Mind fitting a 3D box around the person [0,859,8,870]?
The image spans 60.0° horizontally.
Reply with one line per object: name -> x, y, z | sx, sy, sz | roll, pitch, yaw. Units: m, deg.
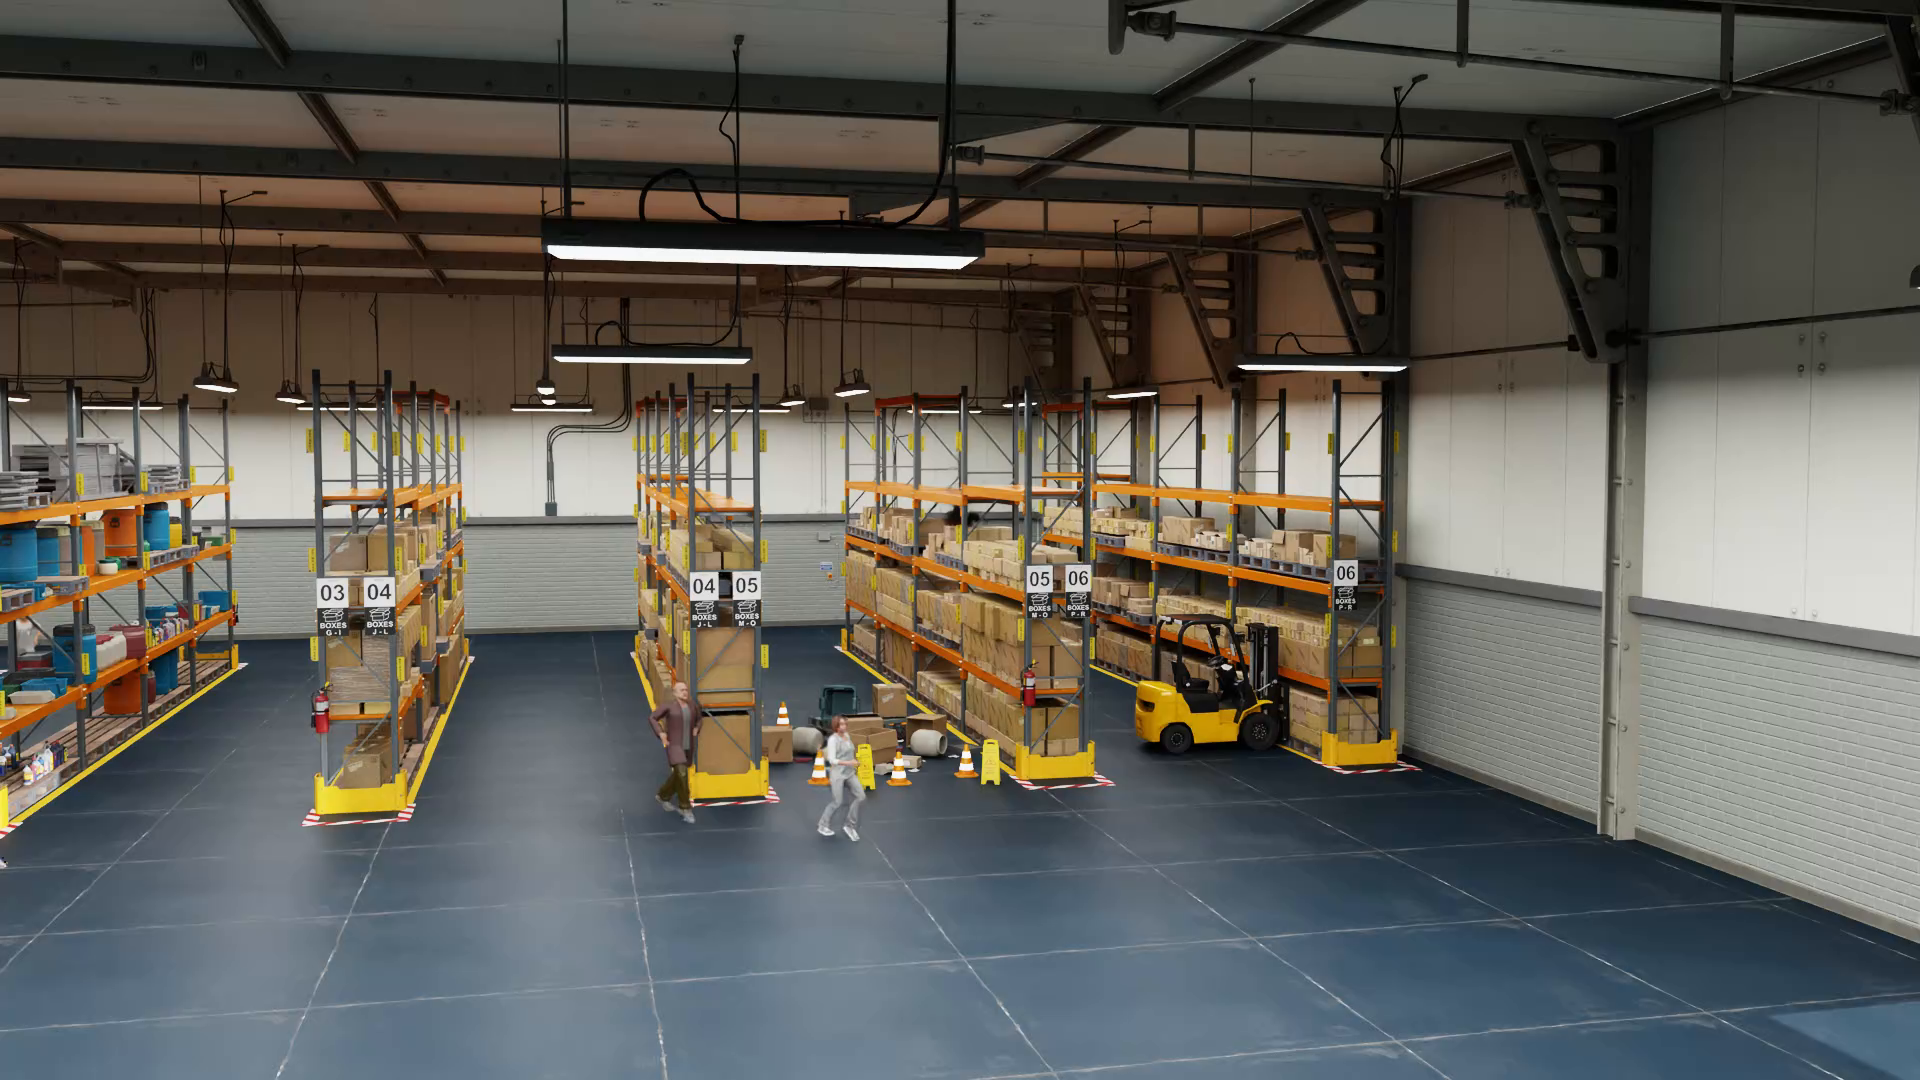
person -> -11.677, 3.044, 19.644 | 0.905, 1.683, 0.598 | 1, 3, 15

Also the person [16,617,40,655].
person -> -18.916, 2.203, 33.619 | 0.563, 1.687, 0.910 | -1, 4, -24

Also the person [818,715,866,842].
person -> -1.490, 3.008, 21.010 | 0.690, 1.609, 0.546 | 2, 4, 36

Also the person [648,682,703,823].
person -> -3.756, 2.830, 22.348 | 0.889, 1.848, 0.737 | 3, 5, 45
